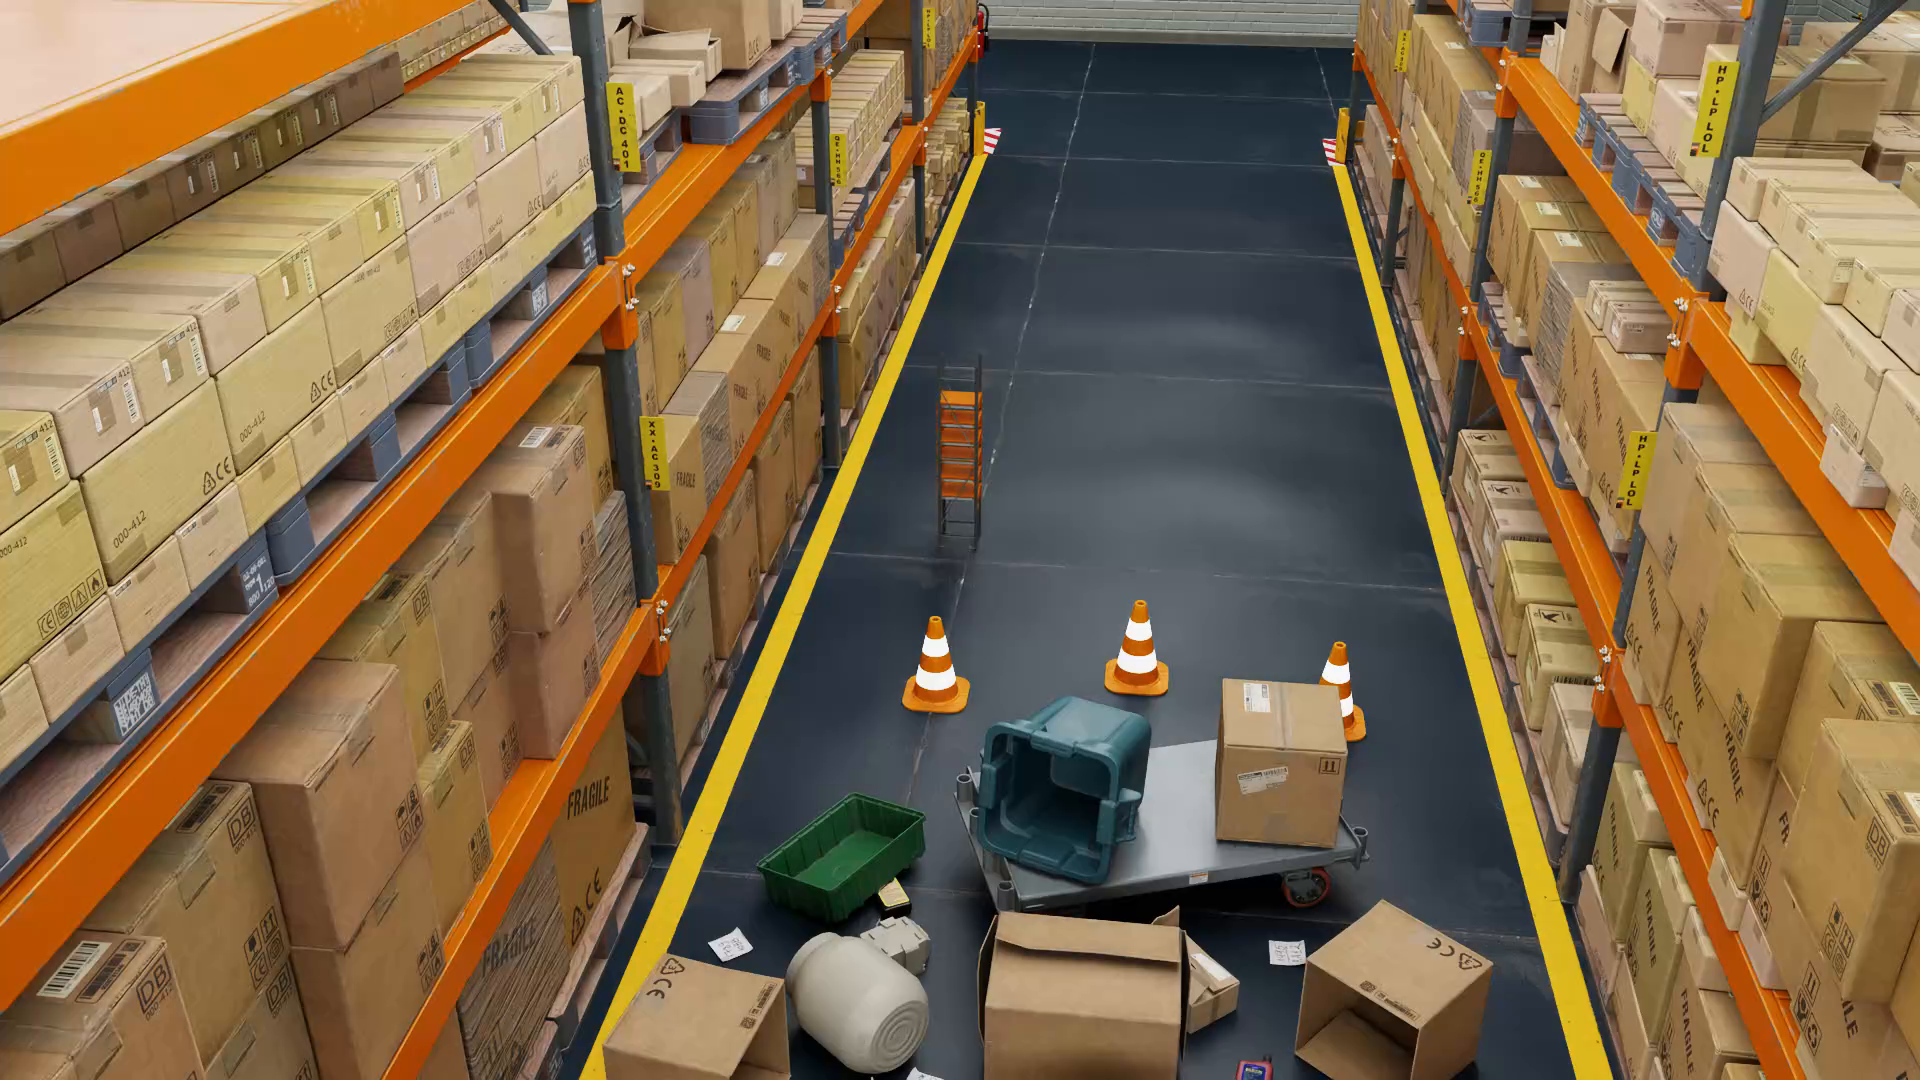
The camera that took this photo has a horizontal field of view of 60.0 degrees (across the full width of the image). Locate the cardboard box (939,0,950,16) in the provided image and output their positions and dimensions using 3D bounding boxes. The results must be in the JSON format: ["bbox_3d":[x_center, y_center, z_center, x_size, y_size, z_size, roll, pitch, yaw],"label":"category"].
[{"bbox_3d":[-0.369,-5.023,14.938,0.500,0.500,0.500,4,29,7],"label":"cardboard box"}]

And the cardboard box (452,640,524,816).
[{"bbox_3d":[-2.048,0.652,5.719,0.875,0.550,0.550,3,28,6],"label":"cardboard box"}]

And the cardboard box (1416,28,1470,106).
[{"bbox_3d":[3.744,-3.542,12.502,0.500,0.500,0.500,3,28,6],"label":"cardboard box"}]

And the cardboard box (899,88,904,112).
[{"bbox_3d":[-0.659,-3.605,13.602,0.380,0.149,0.250,3,28,5],"label":"cardboard box"}]

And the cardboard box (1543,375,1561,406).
[{"bbox_3d":[3.158,-0.781,8.359,0.380,0.149,0.250,4,29,8],"label":"cardboard box"}]

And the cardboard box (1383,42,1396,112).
[{"bbox_3d":[3.979,-4.009,14.424,0.500,0.500,0.500,3,28,5],"label":"cardboard box"}]

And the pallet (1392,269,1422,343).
[{"bbox_3d":[4.098,-1.894,13.543,1.003,0.211,1.213,3,28,6],"label":"pallet"}]

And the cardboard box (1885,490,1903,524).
[{"bbox_3d":[2.666,-0.074,4.327,0.380,0.149,0.250,4,29,7],"label":"cardboard box"}]

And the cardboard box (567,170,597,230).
[{"bbox_3d":[-1.515,-1.212,5.892,0.380,0.149,0.250,3,28,6],"label":"cardboard box"}]

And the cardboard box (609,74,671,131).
[{"bbox_3d":[-1.414,-1.876,7.124,0.250,0.149,0.380,3,28,6],"label":"cardboard box"}]

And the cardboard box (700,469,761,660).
[{"bbox_3d":[-1.678,0.091,8.849,1.050,0.750,0.750,3,28,6],"label":"cardboard box"}]

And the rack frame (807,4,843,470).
[{"bbox_3d":[-1.297,-1.847,10.515,1.000,3.000,0.127,3,28,6],"label":"rack frame"}]

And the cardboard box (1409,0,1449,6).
[{"bbox_3d":[3.840,-4.423,13.453,0.380,0.149,0.250,3,28,5],"label":"cardboard box"}]

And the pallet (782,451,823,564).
[{"bbox_3d":[-1.468,-0.252,10.496,1.003,0.211,1.213,3,28,6],"label":"pallet"}]

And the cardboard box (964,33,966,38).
[{"bbox_3d":[-0.144,-5.217,17.036,0.380,0.149,0.250,3,28,6],"label":"cardboard box"}]

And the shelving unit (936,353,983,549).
[{"bbox_3d":[-0.002,-0.521,9.953,0.258,1.200,0.189,3,28,6],"label":"shelving unit"}]

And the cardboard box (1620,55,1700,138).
[{"bbox_3d":[3.196,-1.924,7.212,0.500,0.250,0.500,4,29,7],"label":"cardboard box"}]

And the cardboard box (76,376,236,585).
[{"bbox_3d":[-1.902,-0.147,3.493,0.500,0.250,0.500,3,28,6],"label":"cardboard box"}]

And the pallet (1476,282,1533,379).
[{"bbox_3d":[3.646,-1.180,9.481,1.213,0.211,1.003,3,28,6],"label":"pallet"}]

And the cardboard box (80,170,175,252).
[{"bbox_3d":[-2.355,-0.886,4.445,0.380,0.149,0.250,3,28,6],"label":"cardboard box"}]

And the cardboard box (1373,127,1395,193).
[{"bbox_3d":[4.523,-3.681,16.179,0.875,0.438,0.875,4,29,8],"label":"cardboard box"}]

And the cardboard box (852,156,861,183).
[{"bbox_3d":[-0.915,-2.626,11.783,0.380,0.149,0.250,4,29,8],"label":"cardboard box"}]

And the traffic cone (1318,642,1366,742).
[{"bbox_3d":[1.900,0.728,8.411,0.336,0.463,0.334,3,28,6],"label":"traffic cone"}]

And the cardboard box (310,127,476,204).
[{"bbox_3d":[-1.639,-1.086,4.816,0.380,0.149,0.250,3,29,6],"label":"cardboard box"}]

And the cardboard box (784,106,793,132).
[{"bbox_3d":[-1.468,-3.158,12.458,0.380,0.149,0.250,3,28,5],"label":"cardboard box"}]

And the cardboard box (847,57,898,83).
[{"bbox_3d":[-0.695,-3.739,13.222,0.380,0.149,0.250,3,28,5],"label":"cardboard box"}]

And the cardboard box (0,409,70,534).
[{"bbox_3d":[-1.889,-0.127,3.037,0.380,0.149,0.250,4,29,6],"label":"cardboard box"}]

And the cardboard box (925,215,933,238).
[{"bbox_3d":[-0.444,-2.812,14.870,0.380,0.149,0.250,2,28,4],"label":"cardboard box"}]

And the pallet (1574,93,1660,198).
[{"bbox_3d":[3.443,-1.734,7.342,1.213,0.211,1.003,3,28,6],"label":"pallet"}]

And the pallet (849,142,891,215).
[{"bbox_3d":[-1.095,-2.696,12.295,1.003,0.211,1.213,3,28,6],"label":"pallet"}]

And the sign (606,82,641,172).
[{"bbox_3d":[-1.236,-1.515,6.109,0.100,0.325,0.005,3,28,6],"label":"sign"}]

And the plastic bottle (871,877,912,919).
[{"bbox_3d":[-0.323,1.548,7.313,0.133,0.061,0.283,-11,30,-20],"label":"plastic bottle"}]

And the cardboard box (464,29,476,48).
[{"bbox_3d":[-5.099,-5.048,16.722,0.380,0.149,0.250,3,29,6],"label":"cardboard box"}]

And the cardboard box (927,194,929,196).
[{"bbox_3d":[-0.473,-3.310,15.481,0.380,0.149,0.250,2,28,4],"label":"cardboard box"}]

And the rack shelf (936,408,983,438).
[{"bbox_3d":[-0.002,-0.694,9.860,0.258,0.103,0.180,3,28,6],"label":"rack shelf"}]

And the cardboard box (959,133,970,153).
[{"bbox_3d":[-0.105,-4.155,17.363,0.380,0.149,0.250,4,29,8],"label":"cardboard box"}]

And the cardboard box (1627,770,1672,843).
[{"bbox_3d":[2.723,1.004,6.206,0.380,0.149,0.250,4,29,7],"label":"cardboard box"}]

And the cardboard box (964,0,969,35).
[{"bbox_3d":[-0.185,-5.319,16.541,0.500,0.500,0.500,3,28,5],"label":"cardboard box"}]

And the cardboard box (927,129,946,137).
[{"bbox_3d":[-0.338,-3.930,16.319,0.380,0.149,0.250,2,28,4],"label":"cardboard box"}]

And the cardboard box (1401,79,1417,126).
[{"bbox_3d":[3.784,-3.453,13.127,0.500,0.250,0.500,3,28,5],"label":"cardboard box"}]

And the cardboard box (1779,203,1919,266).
[{"bbox_3d":[2.731,-0.907,5.033,0.380,0.149,0.250,2,28,5],"label":"cardboard box"}]

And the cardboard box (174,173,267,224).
[{"bbox_3d":[-2.247,-0.889,4.871,0.500,0.250,0.500,3,28,6],"label":"cardboard box"}]

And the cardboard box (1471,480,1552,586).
[{"bbox_3d":[3.466,-0.021,9.455,0.950,0.372,0.625,3,28,5],"label":"cardboard box"}]

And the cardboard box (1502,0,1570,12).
[{"bbox_3d":[3.524,-3.344,9.580,0.797,0.503,0.637,2,28,3],"label":"cardboard box"}]

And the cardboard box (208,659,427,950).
[{"bbox_3d":[-2.014,0.685,4.519,0.875,0.550,0.550,3,28,6],"label":"cardboard box"}]

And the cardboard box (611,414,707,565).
[{"bbox_3d":[-1.456,-0.240,7.427,0.500,0.500,0.500,4,29,7],"label":"cardboard box"}]

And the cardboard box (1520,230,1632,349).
[{"bbox_3d":[3.228,-1.272,8.586,0.500,0.500,0.500,4,29,7],"label":"cardboard box"}]

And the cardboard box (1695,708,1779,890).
[{"bbox_3d":[2.695,0.766,5.247,0.500,0.500,0.500,3,28,6],"label":"cardboard box"}]

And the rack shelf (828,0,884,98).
[{"bbox_3d":[-1.052,-3.792,11.722,1.077,0.370,4.000,3,28,6],"label":"rack shelf"}]

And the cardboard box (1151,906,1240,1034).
[{"bbox_3d":[0.908,1.739,6.743,0.258,0.266,0.396,-17,33,-29],"label":"cardboard box"}]

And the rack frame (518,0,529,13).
[{"bbox_3d":[-5.227,-5.948,18.128,1.000,3.000,0.127,3,28,6],"label":"rack frame"}]

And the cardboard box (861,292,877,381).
[{"bbox_3d":[-0.899,-1.486,12.038,0.500,0.500,0.500,4,29,7],"label":"cardboard box"}]

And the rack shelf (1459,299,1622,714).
[{"bbox_3d":[3.383,-0.348,8.493,1.077,0.370,4.000,3,28,6],"label":"rack shelf"}]

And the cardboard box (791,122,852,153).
[{"bbox_3d":[-0.950,-2.756,11.397,0.380,0.149,0.250,2,28,4],"label":"cardboard box"}]

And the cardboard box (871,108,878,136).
[{"bbox_3d":[-0.818,-3.115,12.378,0.380,0.149,0.250,3,29,6],"label":"cardboard box"}]

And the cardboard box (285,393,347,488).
[{"bbox_3d":[-1.762,-0.257,4.118,0.380,0.149,0.250,3,28,6],"label":"cardboard box"}]

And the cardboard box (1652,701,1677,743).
[{"bbox_3d":[2.802,0.639,6.167,0.380,0.149,0.250,4,29,8],"label":"cardboard box"}]

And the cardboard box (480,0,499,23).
[{"bbox_3d":[-5.086,-5.531,17.198,0.500,0.250,0.500,3,28,5],"label":"cardboard box"}]

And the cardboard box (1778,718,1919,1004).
[{"bbox_3d":[2.524,0.807,4.116,0.700,0.500,0.500,3,28,6],"label":"cardboard box"}]
